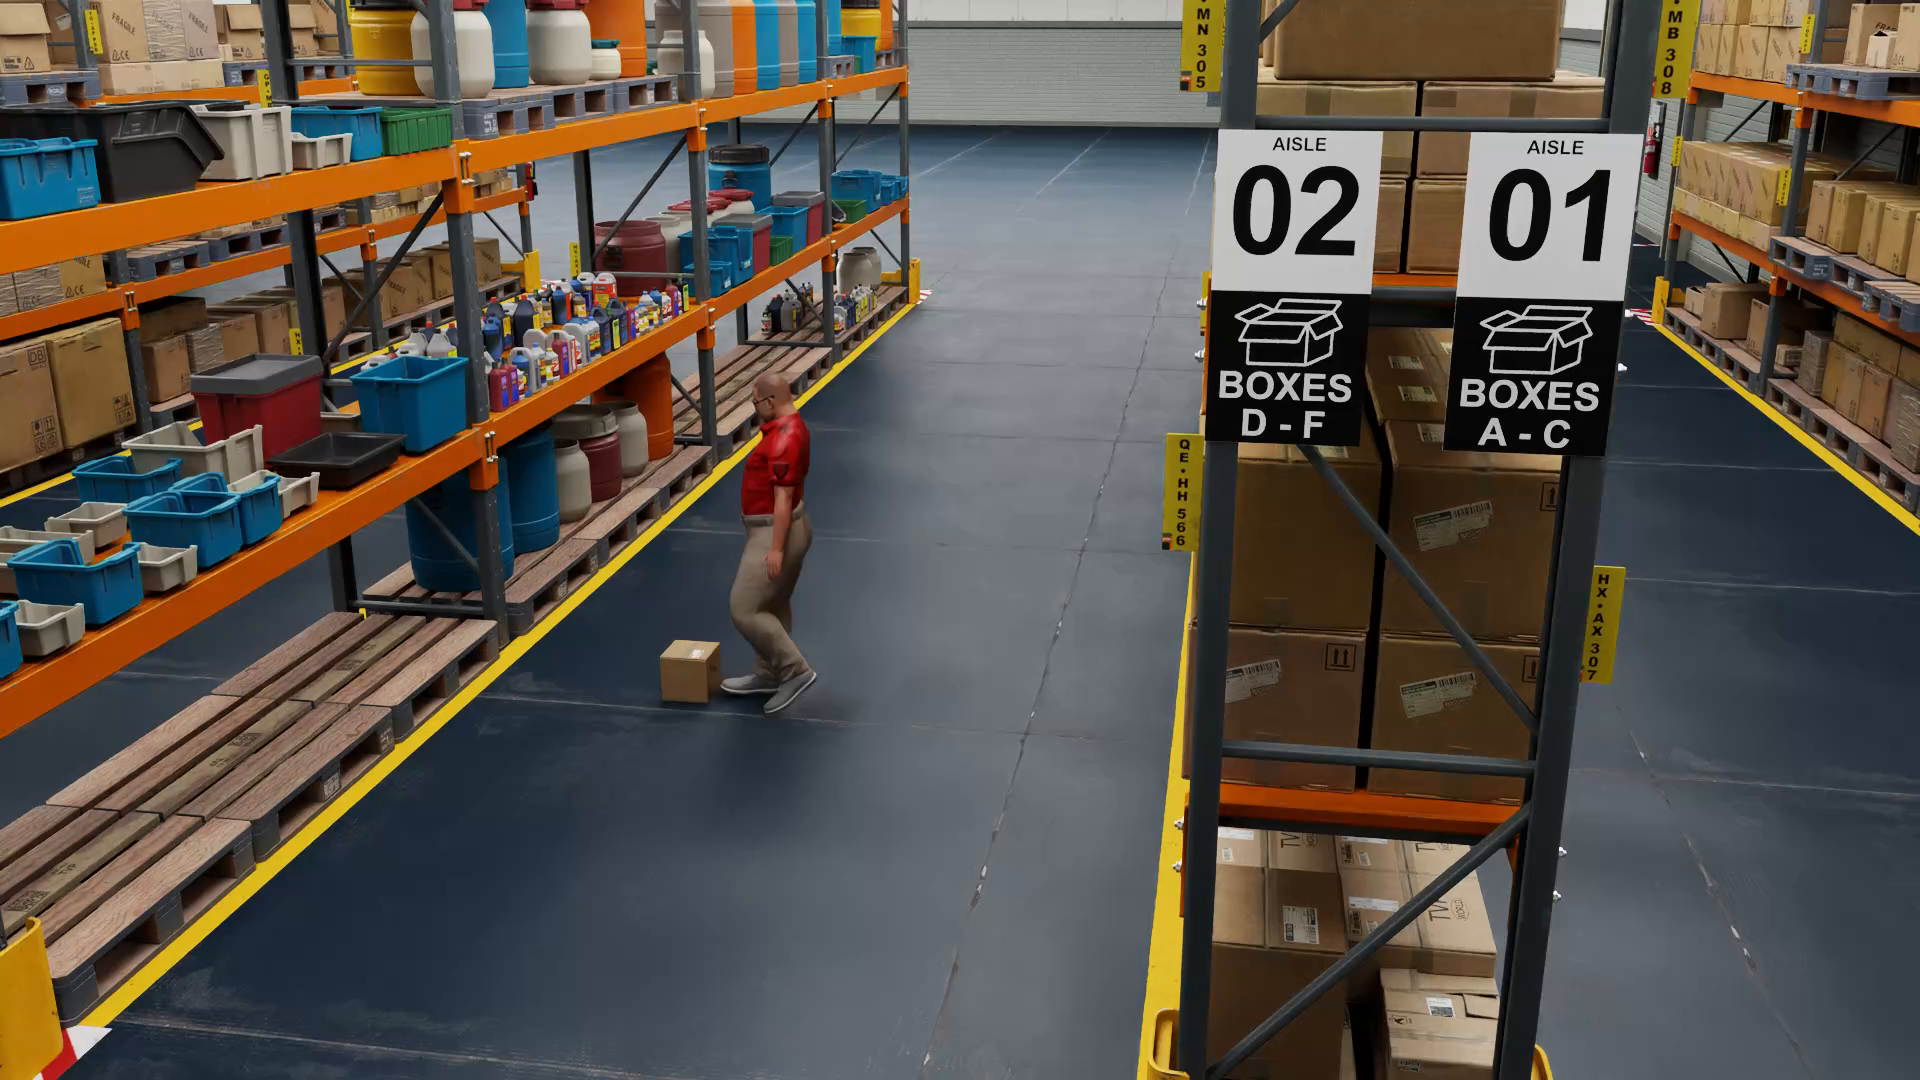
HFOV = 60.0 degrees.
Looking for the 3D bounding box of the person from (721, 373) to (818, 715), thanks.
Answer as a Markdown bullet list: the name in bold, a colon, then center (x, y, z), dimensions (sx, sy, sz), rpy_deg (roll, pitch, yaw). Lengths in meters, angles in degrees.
- **person**: center (-1.004, 0.002, 8.520), dimensions (0.534, 1.725, 0.571), rpy_deg (1, 18, 3)
